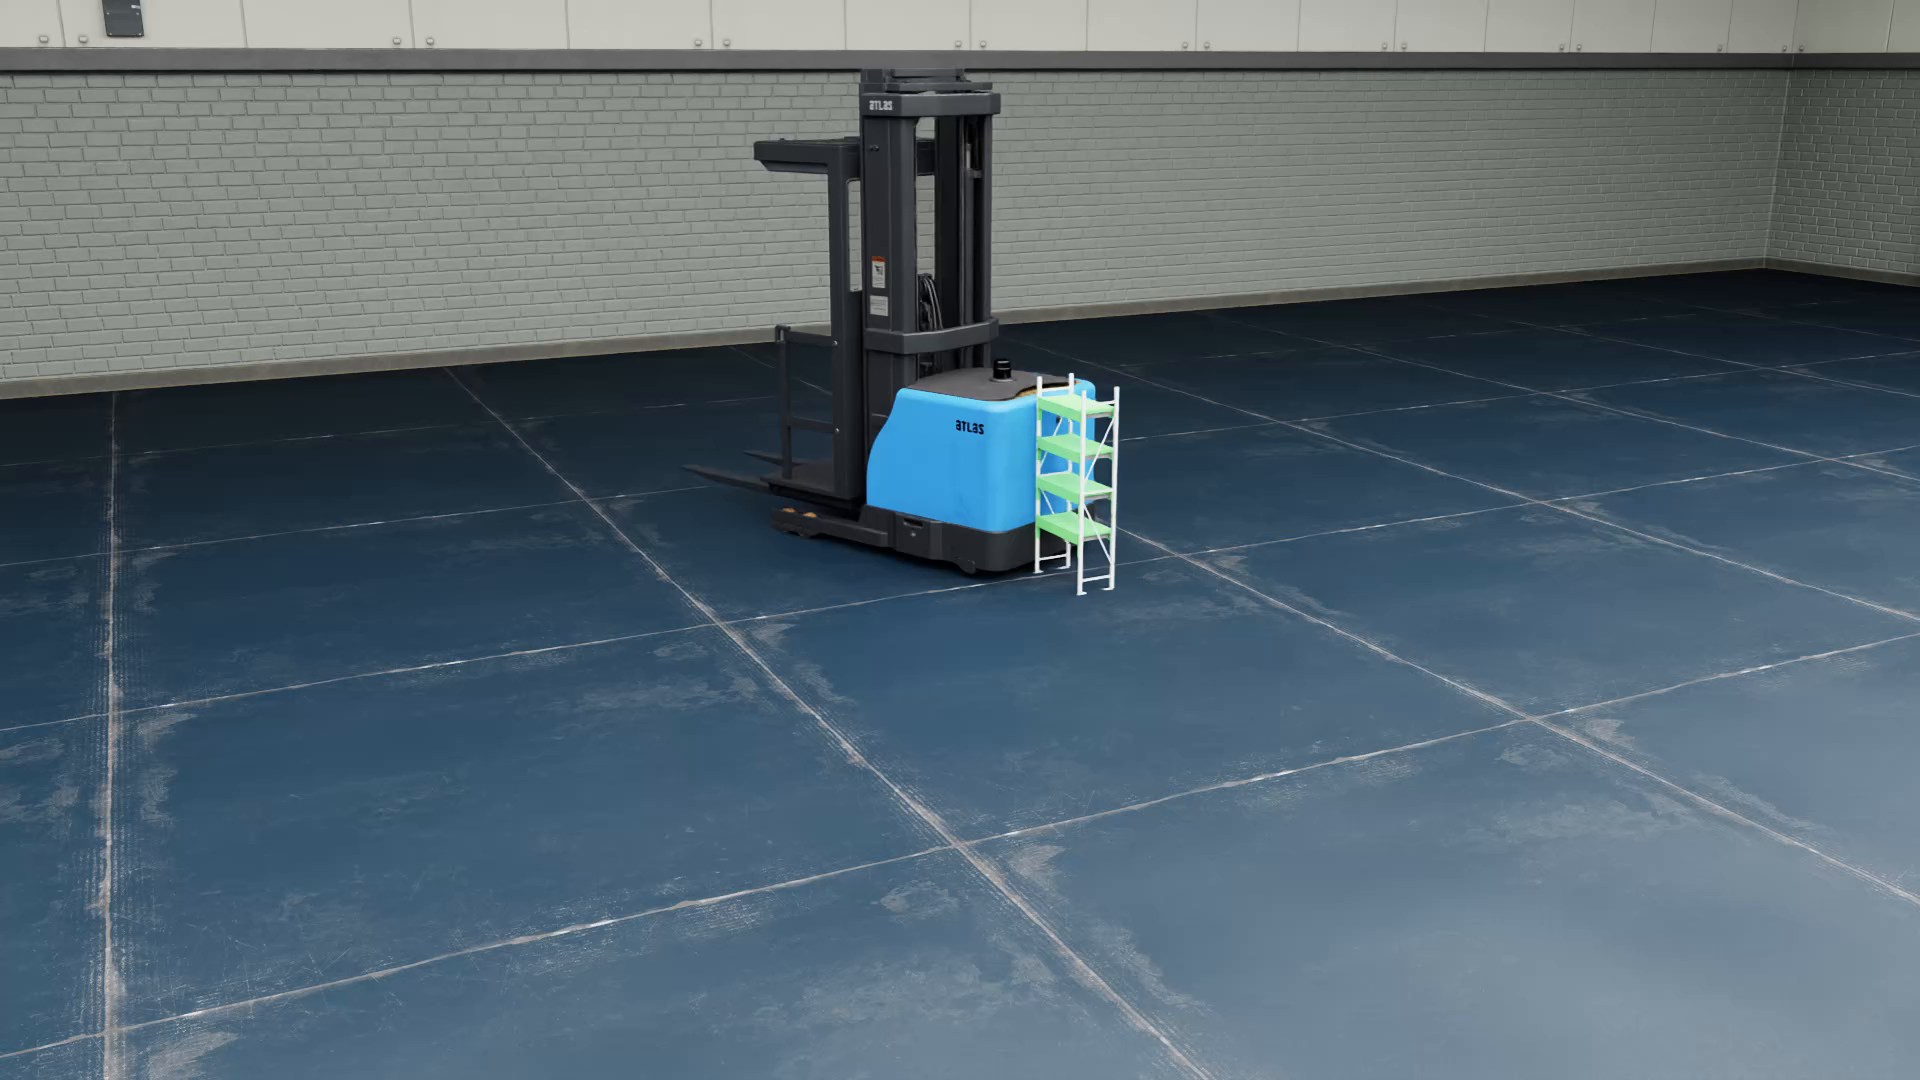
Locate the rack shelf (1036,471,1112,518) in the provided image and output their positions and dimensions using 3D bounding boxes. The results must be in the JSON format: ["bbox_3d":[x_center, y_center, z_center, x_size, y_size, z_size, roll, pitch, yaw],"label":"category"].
[{"bbox_3d":[0.677,-0.272,9.753,0.258,0.148,0.480,-8,18,-27],"label":"rack shelf"}]

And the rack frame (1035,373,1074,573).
[{"bbox_3d":[0.562,-0.392,9.943,0.240,1.200,0.015,-8,18,-27],"label":"rack frame"}]

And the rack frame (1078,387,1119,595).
[{"bbox_3d":[0.792,-0.274,9.529,0.240,1.200,0.015,-8,18,-27],"label":"rack frame"}]

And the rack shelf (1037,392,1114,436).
[{"bbox_3d":[0.677,-0.733,9.621,0.258,0.148,0.480,-8,18,-27],"label":"rack shelf"}]

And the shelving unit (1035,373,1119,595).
[{"bbox_3d":[0.677,-0.333,9.736,0.258,1.200,0.503,-8,18,-27],"label":"shelving unit"}]

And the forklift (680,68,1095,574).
[{"bbox_3d":[-0.605,-1.519,10.729,3.031,2.935,1.130,13,20,38],"label":"forklift"}]

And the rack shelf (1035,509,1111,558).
[{"bbox_3d":[0.677,-0.041,9.820,0.258,0.148,0.480,-8,18,-27],"label":"rack shelf"}]

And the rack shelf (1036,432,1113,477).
[{"bbox_3d":[0.677,-0.502,9.687,0.258,0.148,0.480,-8,18,-27],"label":"rack shelf"}]

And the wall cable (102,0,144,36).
[{"bbox_3d":[-6.591,-7.532,14.519,2.305,6.003,0.169,-8,18,-25],"label":"wall cable"}]
